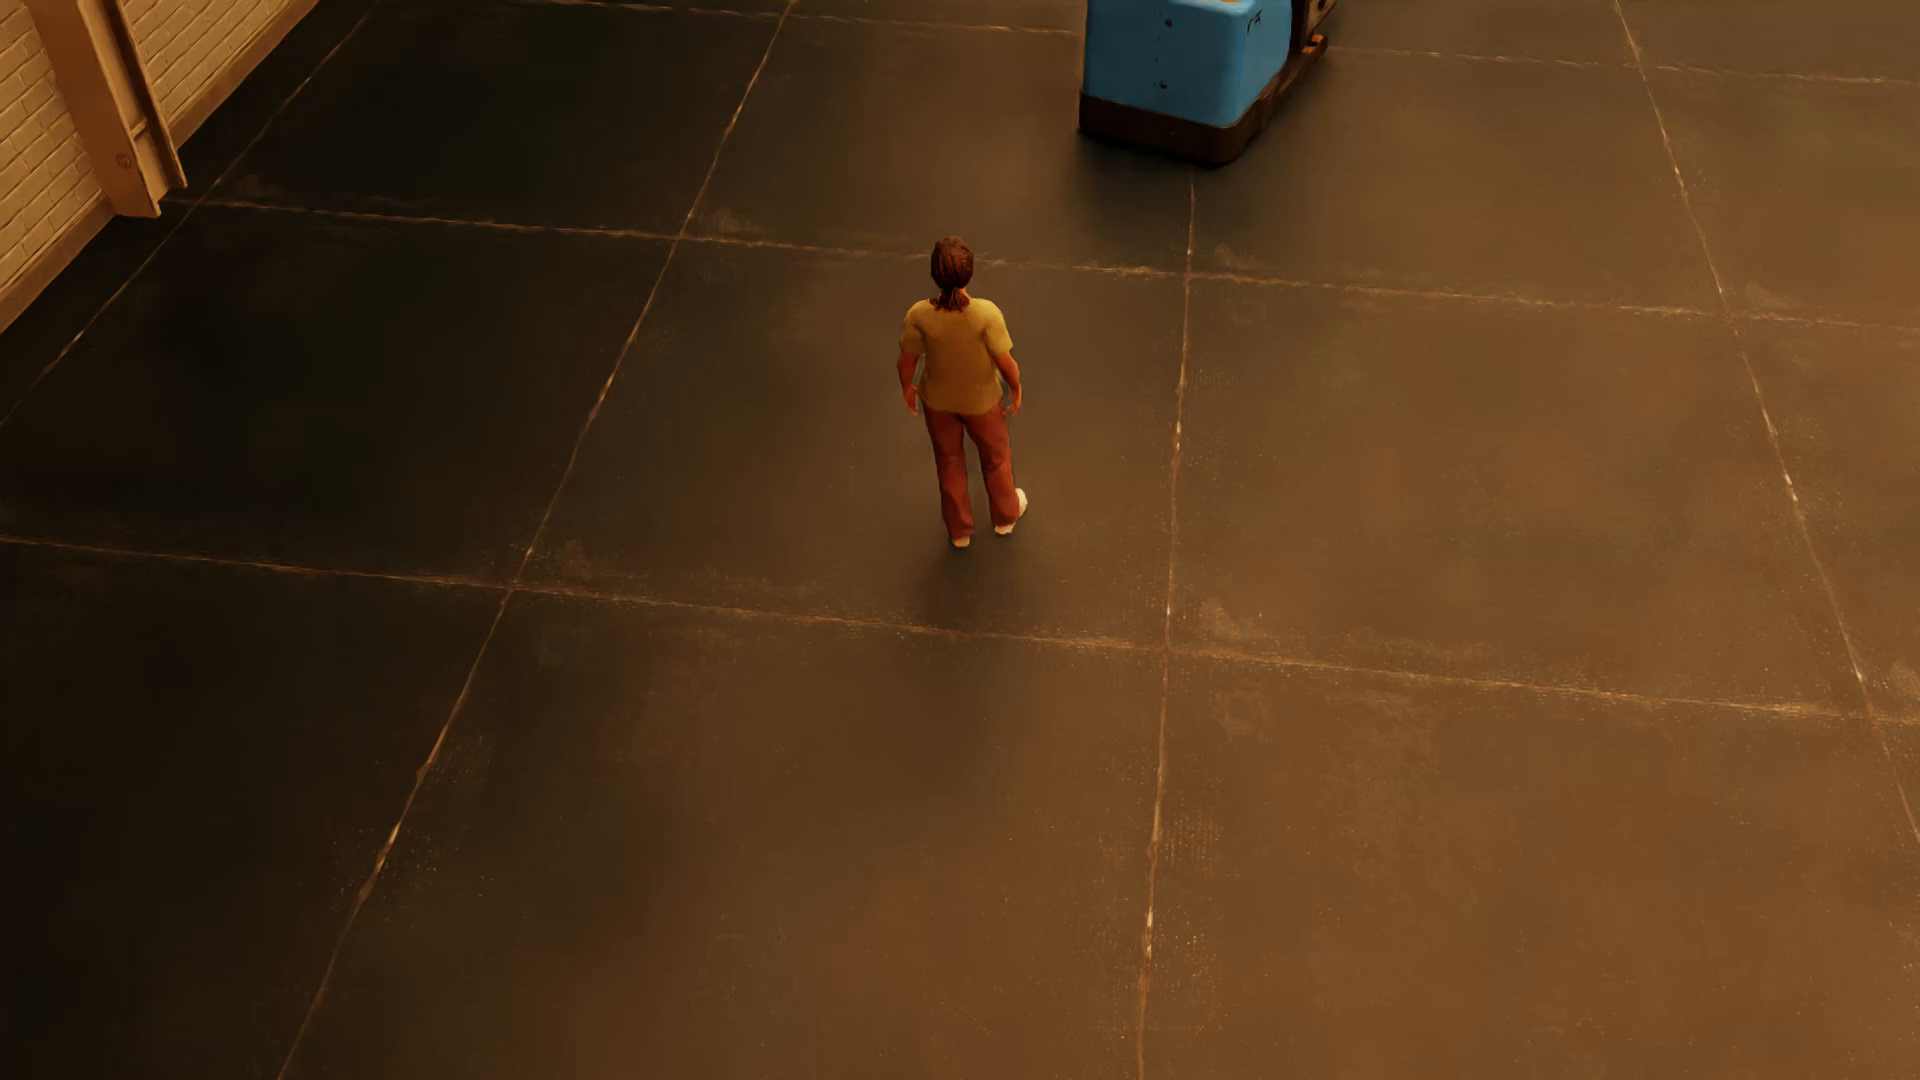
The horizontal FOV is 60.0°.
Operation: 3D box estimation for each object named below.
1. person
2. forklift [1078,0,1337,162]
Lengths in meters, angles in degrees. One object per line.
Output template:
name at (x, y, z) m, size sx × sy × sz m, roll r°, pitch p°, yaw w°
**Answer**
person at (0.021, -0.671, 7.372) m, size 0.554 × 1.674 × 0.548 m, roll 5°, pitch 43°, yaw 6°
forklift at (1.892, -4.421, 10.537) m, size 1.130 × 2.935 × 3.031 m, roll 19°, pitch 46°, yaw 20°
